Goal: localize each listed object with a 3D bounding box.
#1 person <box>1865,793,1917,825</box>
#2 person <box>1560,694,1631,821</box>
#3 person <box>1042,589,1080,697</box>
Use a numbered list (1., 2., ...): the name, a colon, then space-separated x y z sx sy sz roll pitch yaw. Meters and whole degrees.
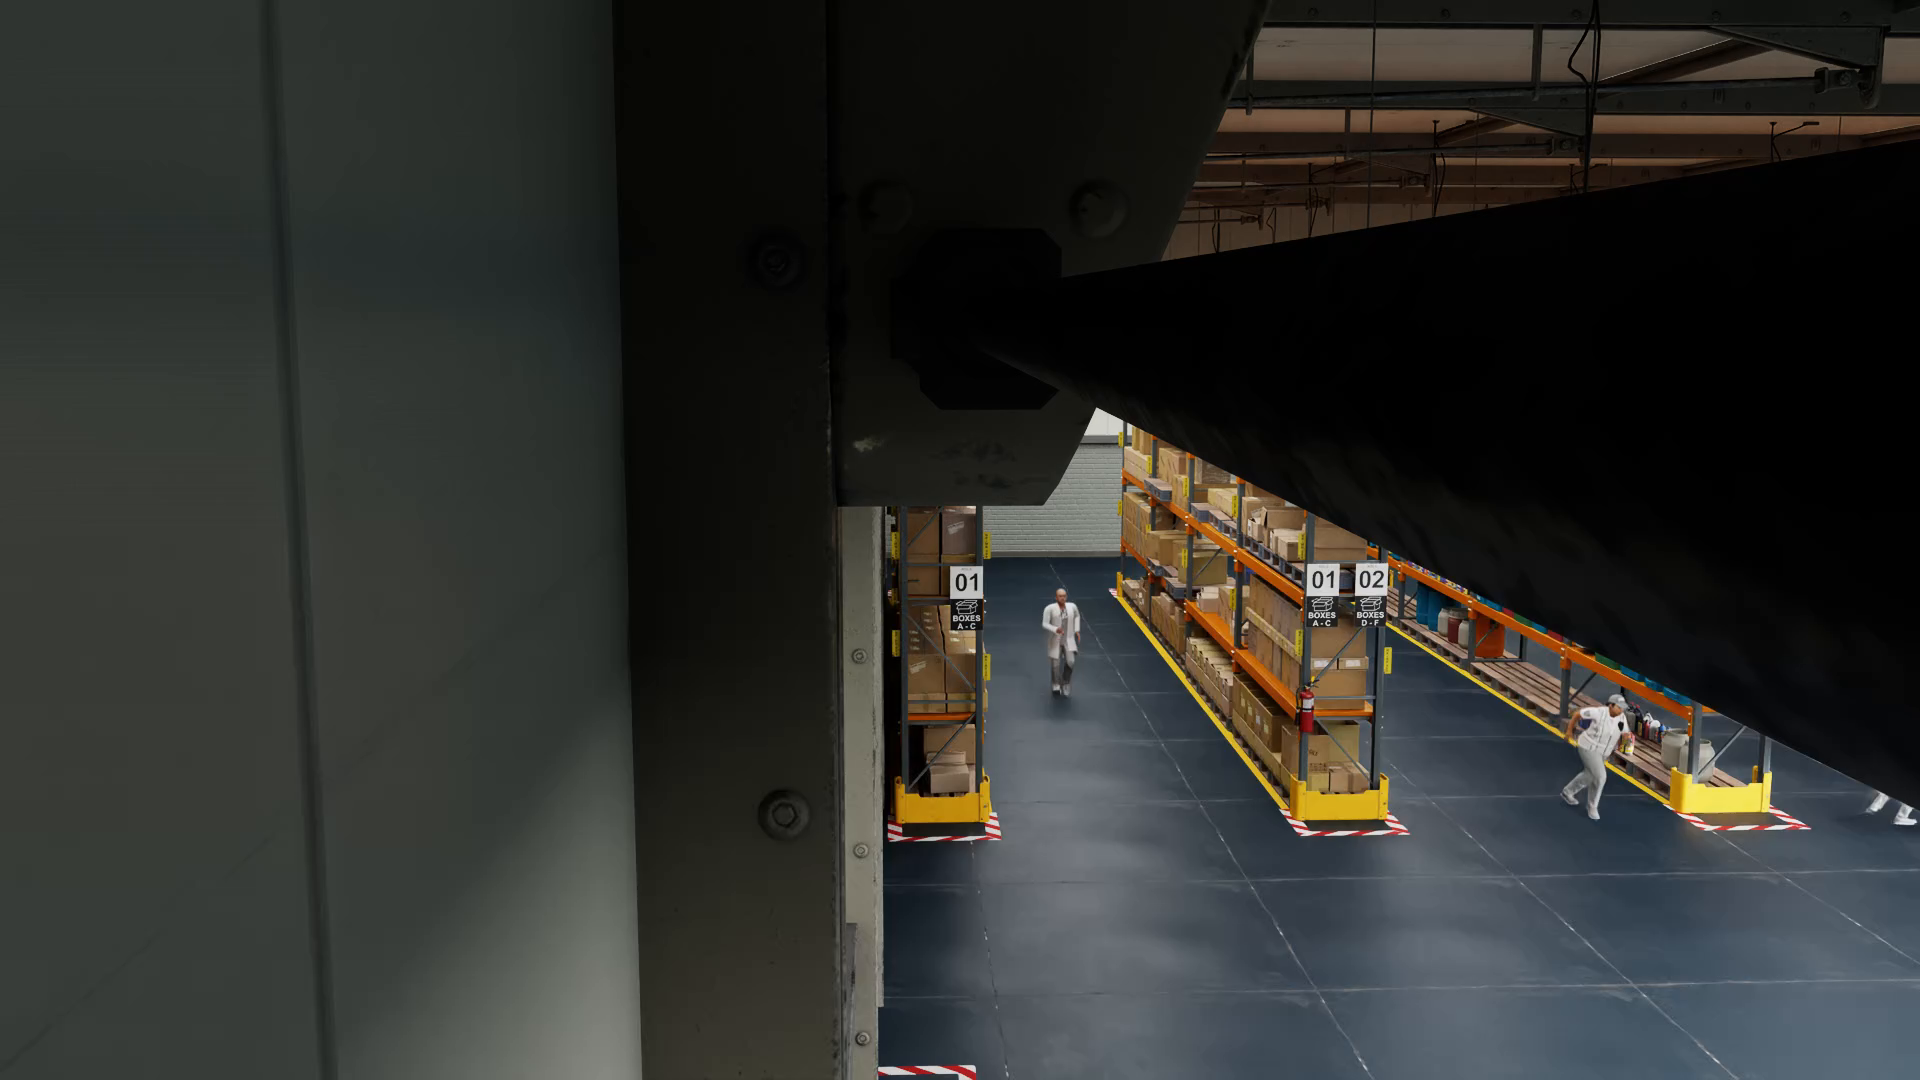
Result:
1. person: 11.593 2.706 20.327 0.759 1.584 0.587 -1 8 -7
2. person: 7.975 2.646 20.792 0.580 1.563 0.979 -3 9 -23
3. person: 1.656 1.670 27.028 0.677 1.780 0.846 -1 8 -8
